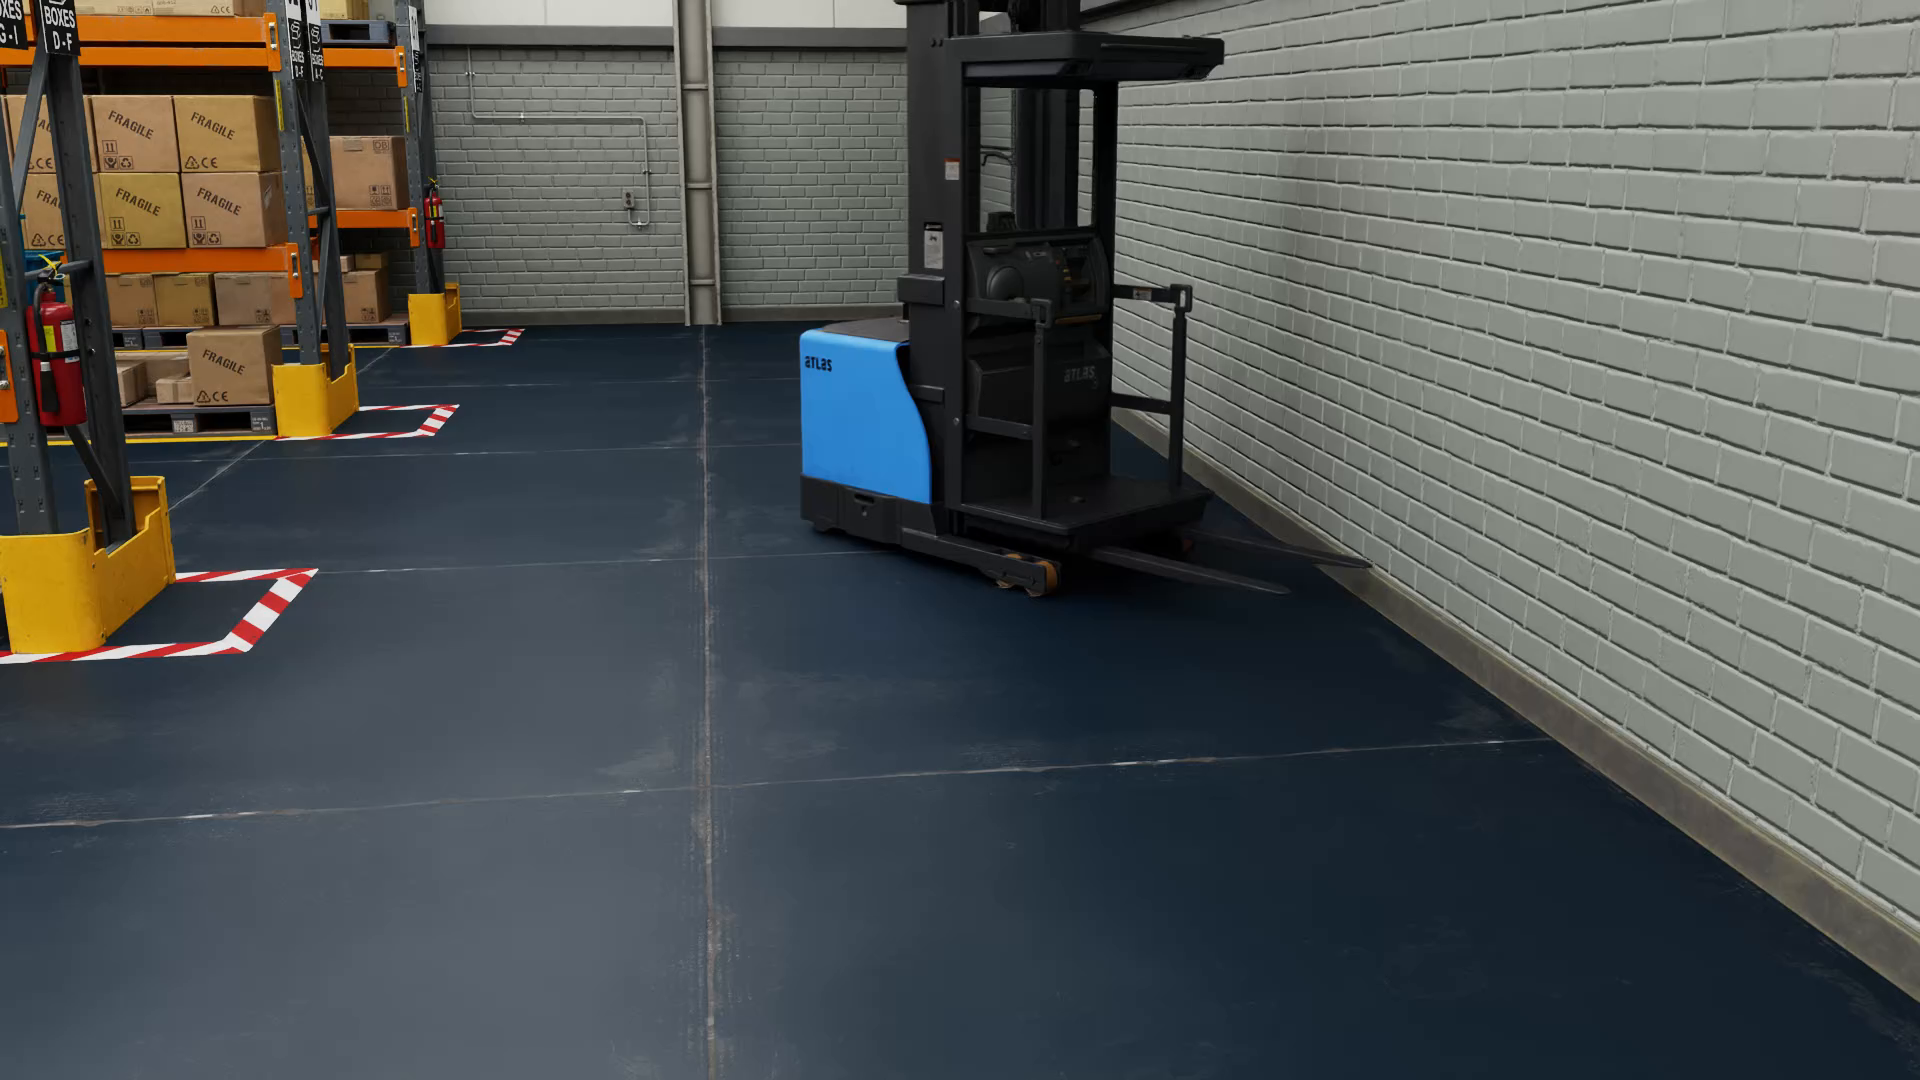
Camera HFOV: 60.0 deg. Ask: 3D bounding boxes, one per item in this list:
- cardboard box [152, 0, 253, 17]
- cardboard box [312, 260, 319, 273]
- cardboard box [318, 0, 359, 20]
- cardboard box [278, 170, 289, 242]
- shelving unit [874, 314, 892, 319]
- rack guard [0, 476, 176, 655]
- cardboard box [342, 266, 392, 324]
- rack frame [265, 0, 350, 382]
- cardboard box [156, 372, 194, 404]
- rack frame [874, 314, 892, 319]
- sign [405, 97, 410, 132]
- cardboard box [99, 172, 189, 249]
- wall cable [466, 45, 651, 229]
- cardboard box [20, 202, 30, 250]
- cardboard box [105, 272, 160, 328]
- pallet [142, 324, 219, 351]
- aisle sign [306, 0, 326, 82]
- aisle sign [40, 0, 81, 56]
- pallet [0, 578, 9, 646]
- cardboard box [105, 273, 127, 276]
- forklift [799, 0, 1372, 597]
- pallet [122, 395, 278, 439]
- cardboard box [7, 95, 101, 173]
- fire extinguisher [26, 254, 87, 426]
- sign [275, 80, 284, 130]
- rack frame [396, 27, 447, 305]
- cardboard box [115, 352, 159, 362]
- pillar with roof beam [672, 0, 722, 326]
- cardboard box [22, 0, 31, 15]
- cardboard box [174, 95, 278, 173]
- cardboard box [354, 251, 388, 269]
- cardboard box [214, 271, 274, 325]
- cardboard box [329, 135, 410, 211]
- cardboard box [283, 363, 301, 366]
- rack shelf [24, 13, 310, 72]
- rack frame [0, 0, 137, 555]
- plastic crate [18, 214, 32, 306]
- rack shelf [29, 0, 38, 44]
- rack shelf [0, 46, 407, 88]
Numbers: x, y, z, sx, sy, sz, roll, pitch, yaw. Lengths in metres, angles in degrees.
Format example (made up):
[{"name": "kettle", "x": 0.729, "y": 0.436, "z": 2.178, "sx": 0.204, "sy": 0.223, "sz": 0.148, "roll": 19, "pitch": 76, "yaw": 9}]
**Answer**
[{"name": "cardboard box", "x": -5.062, "y": -3.616, "z": 11.115, "sx": 0.500, "sy": 0.250, "sz": 0.500, "roll": -2, "pitch": 14, "yaw": -8}, {"name": "cardboard box", "x": -6.364, "y": -2.706, "z": 16.285, "sx": 0.250, "sy": 0.149, "sz": 0.380, "roll": -2, "pitch": 14, "yaw": -7}, {"name": "cardboard box", "x": -6.019, "y": -5.051, "z": 15.769, "sx": 0.500, "sy": 0.250, "sz": 0.500, "roll": -2, "pitch": 14, "yaw": -7}, {"name": "cardboard box", "x": -5.071, "y": -2.411, "z": 11.965, "sx": 0.500, "sy": 0.500, "sz": 0.500, "roll": -2, "pitch": 14, "yaw": -7}, {"name": "shelving unit", "x": -0.333, "y": -0.756, "z": 9.573, "sx": 0.252, "sy": 1.050, "sz": 0.215, "roll": 7, "pitch": 15, "yaw": 27}, {"name": "rack guard", "x": -3.837, "y": 0.085, "z": 7.357, "sx": 0.348, "sy": 0.500, "sz": 1.175, "roll": -2, "pitch": 14, "yaw": -8}, {"name": "cardboard box", "x": -6.012, "y": -2.449, "z": 16.595, "sx": 0.500, "sy": 0.500, "sz": 0.700, "roll": -2, "pitch": 14, "yaw": -8}, {"name": "rack frame", "x": -4.593, "y": -2.316, "z": 11.789, "sx": 0.127, "sy": 3.000, "sz": 1.000, "roll": -2, "pitch": 14, "yaw": -8}, {"name": "cardboard box", "x": -5.508, "y": -1.083, "z": 11.793, "sx": 0.250, "sy": 0.166, "sz": 0.380, "roll": -2, "pitch": 14, "yaw": -8}, {"name": "rack frame", "x": -0.440, "y": -0.770, "z": 9.629, "sx": 0.008, "sy": 1.050, "sz": 0.200, "roll": 7, "pitch": 15, "yaw": 27}, {"name": "sign", "x": -5.267, "y": -4.052, "z": 15.847, "sx": 0.005, "sy": 0.325, "sz": 0.100, "roll": -2, "pitch": 14, "yaw": -8}, {"name": "cardboard box", "x": -5.508, "y": -2.263, "z": 11.372, "sx": 0.500, "sy": 0.500, "sz": 0.500, "roll": -2, "pitch": 14, "yaw": -8}, {"name": "wall cable", "x": -4.209, "y": -4.274, "z": 17.508, "sx": 1.851, "sy": 1.984, "sz": 0.084, "roll": -2, "pitch": 14, "yaw": -8}, {"name": "cardboard box", "x": -6.500, "y": -2.228, "z": 11.233, "sx": 0.500, "sy": 0.500, "sz": 0.500, "roll": -2, "pitch": 14, "yaw": -9}, {"name": "cardboard box", "x": -8.038, "y": -2.373, "z": 16.294, "sx": 0.500, "sy": 0.500, "sz": 0.700, "roll": -2, "pitch": 14, "yaw": -9}, {"name": "pallet", "x": -7.317, "y": -2.063, "z": 16.515, "sx": 1.213, "sy": 0.211, "sz": 1.003, "roll": -2, "pitch": 14, "yaw": -8}, {"name": "aisle sign", "x": -4.569, "y": -3.650, "z": 11.764, "sx": 0.004, "sy": 0.787, "sz": 0.394, "roll": -2, "pitch": 14, "yaw": -8}, {"name": "aisle sign", "x": -3.832, "y": -2.459, "z": 7.016, "sx": 0.004, "sy": 0.787, "sz": 0.394, "roll": -2, "pitch": 14, "yaw": -8}, {"name": "pallet", "x": -4.680, "y": 0.249, "z": 7.294, "sx": 1.213, "sy": 0.211, "sz": 1.003, "roll": -2, "pitch": 14, "yaw": -8}, {"name": "cardboard box", "x": -8.169, "y": -2.639, "z": 16.020, "sx": 0.250, "sy": 0.149, "sz": 0.380, "roll": -2, "pitch": 14, "yaw": -6}, {"name": "forklift", "x": 0.533, "y": -1.301, "z": 7.884, "sx": 1.130, "sy": 2.935, "sz": 3.031, "roll": -13, "pitch": 19, "yaw": -43}, {"name": "pallet", "x": -5.456, "y": -0.931, "z": 12.001, "sx": 1.213, "sy": 0.211, "sz": 1.003, "roll": -2, "pitch": 14, "yaw": -8}, {"name": "cardboard box", "x": -6.003, "y": -2.728, "z": 11.174, "sx": 0.500, "sy": 0.500, "sz": 0.500, "roll": -2, "pitch": 14, "yaw": -7}, {"name": "fire extinguisher", "x": -3.642, "y": -0.802, "z": 6.678, "sx": 0.183, "sy": 0.674, "sz": 0.296, "roll": -2, "pitch": 14, "yaw": -8}, {"name": "sign", "x": -4.530, "y": -2.896, "z": 11.074, "sx": 0.005, "sy": 0.325, "sz": 0.100, "roll": -2, "pitch": 14, "yaw": -8}, {"name": "rack frame", "x": -5.335, "y": -3.507, "z": 16.539, "sx": 0.127, "sy": 3.000, "sz": 1.000, "roll": -2, "pitch": 14, "yaw": -8}, {"name": "cardboard box", "x": -6.162, "y": -1.208, "z": 12.119, "sx": 0.500, "sy": 0.250, "sz": 0.500, "roll": -2, "pitch": 14, "yaw": -8}, {"name": "pillar with roof beam", "x": -2.152, "y": -5.687, "z": 12.900, "sx": 0.400, "sy": 9.000, "sz": 9.100, "roll": -2, "pitch": 14, "yaw": -8}, {"name": "cardboard box", "x": -6.050, "y": -3.579, "z": 10.968, "sx": 0.500, "sy": 0.250, "sz": 0.500, "roll": -2, "pitch": 14, "yaw": -8}, {"name": "cardboard box", "x": -4.992, "y": -2.767, "z": 11.327, "sx": 0.500, "sy": 0.500, "sz": 0.500, "roll": -2, "pitch": 14, "yaw": -9}, {"name": "cardboard box", "x": -5.918, "y": -2.816, "z": 16.726, "sx": 0.250, "sy": 0.149, "sz": 0.380, "roll": -2, "pitch": 14, "yaw": -8}, {"name": "cardboard box", "x": -7.004, "y": -2.412, "z": 16.450, "sx": 0.500, "sy": 0.500, "sz": 0.700, "roll": -3, "pitch": 14, "yaw": -10}, {"name": "cardboard box", "x": -5.837, "y": -3.632, "z": 16.420, "sx": 0.700, "sy": 0.700, "sz": 0.980, "roll": -1, "pitch": 14, "yaw": -6}, {"name": "cardboard box", "x": -5.058, "y": -1.214, "z": 12.351, "sx": 0.250, "sy": 0.149, "sz": 0.380, "roll": -2, "pitch": 14, "yaw": -8}, {"name": "rack shelf", "x": -6.571, "y": -3.349, "z": 11.222, "sx": 4.000, "sy": 0.370, "sz": 1.077, "roll": -2, "pitch": 14, "yaw": -8}, {"name": "rack frame", "x": -3.859, "y": -1.124, "z": 7.037, "sx": 0.127, "sy": 3.000, "sz": 1.000, "roll": -2, "pitch": 14, "yaw": -8}, {"name": "plastic crate", "x": -4.162, "y": -1.113, "z": 6.798, "sx": 0.499, "sy": 0.435, "sz": 0.616, "roll": -2, "pitch": 14, "yaw": -8}, {"name": "rack shelf", "x": -5.836, "y": -2.157, "z": 6.471, "sx": 4.000, "sy": 0.370, "sz": 1.077, "roll": -2, "pitch": 14, "yaw": -8}, {"name": "rack shelf", "x": -7.312, "y": -4.541, "z": 15.973, "sx": 4.000, "sy": 0.370, "sz": 1.077, "roll": -2, "pitch": 14, "yaw": -8}]
